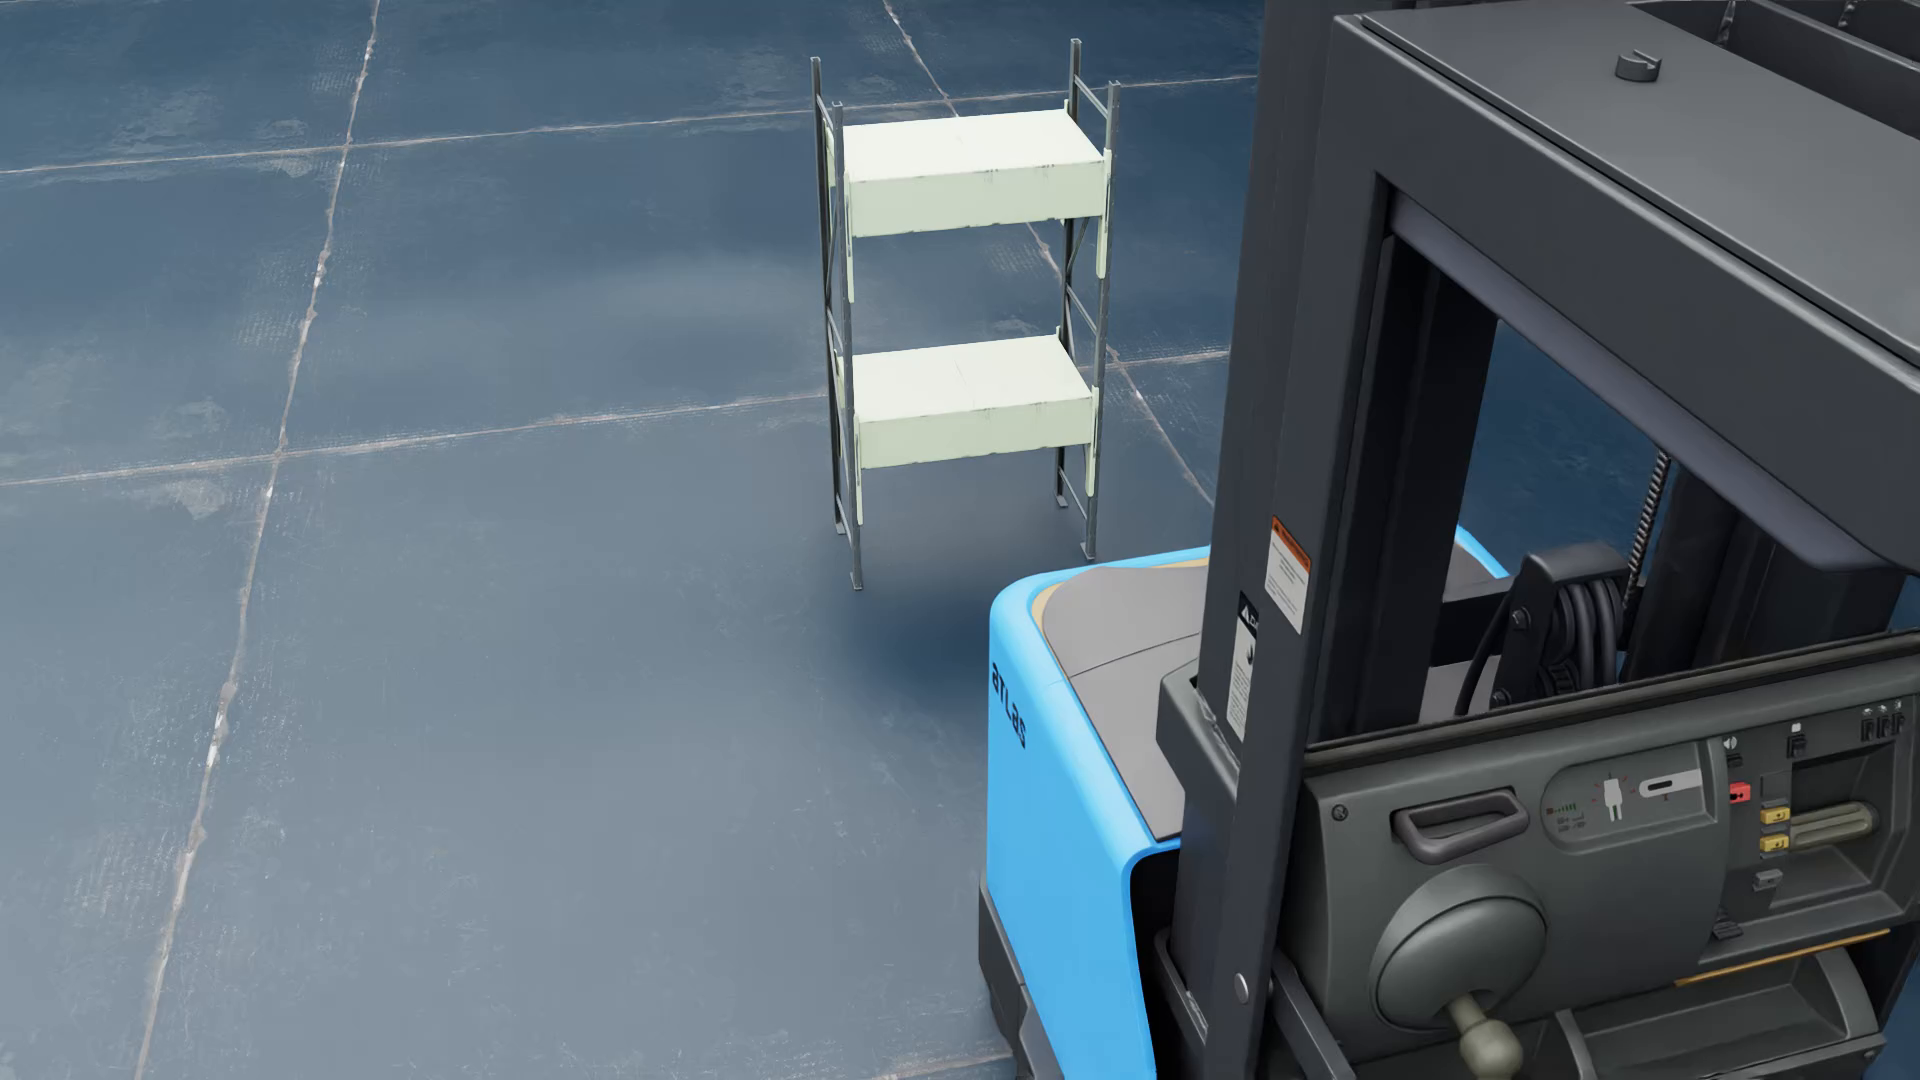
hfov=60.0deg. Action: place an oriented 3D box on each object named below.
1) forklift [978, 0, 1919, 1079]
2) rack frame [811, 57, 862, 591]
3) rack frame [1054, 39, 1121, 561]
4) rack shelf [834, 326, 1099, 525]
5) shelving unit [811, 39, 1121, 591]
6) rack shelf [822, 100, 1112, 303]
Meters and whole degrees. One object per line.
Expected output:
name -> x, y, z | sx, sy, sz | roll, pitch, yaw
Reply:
forklift -> 0.936, 0.467, 1.924 | 1.130, 2.935, 3.031 | -9, 35, -13
rack frame -> -0.350, -0.579, 4.766 | 0.023, 1.500, 0.400 | -7, 35, -11
rack frame -> 0.363, -0.669, 4.900 | 0.023, 1.500, 0.400 | -7, 35, -11
rack shelf -> 0.007, -0.353, 5.015 | 0.720, 0.370, 0.431 | -7, 35, -11
shelving unit -> 0.007, -0.624, 4.833 | 0.755, 1.500, 0.431 | -7, 35, -11
rack shelf -> 0.007, -0.948, 4.616 | 0.720, 0.370, 0.431 | -7, 35, -11
